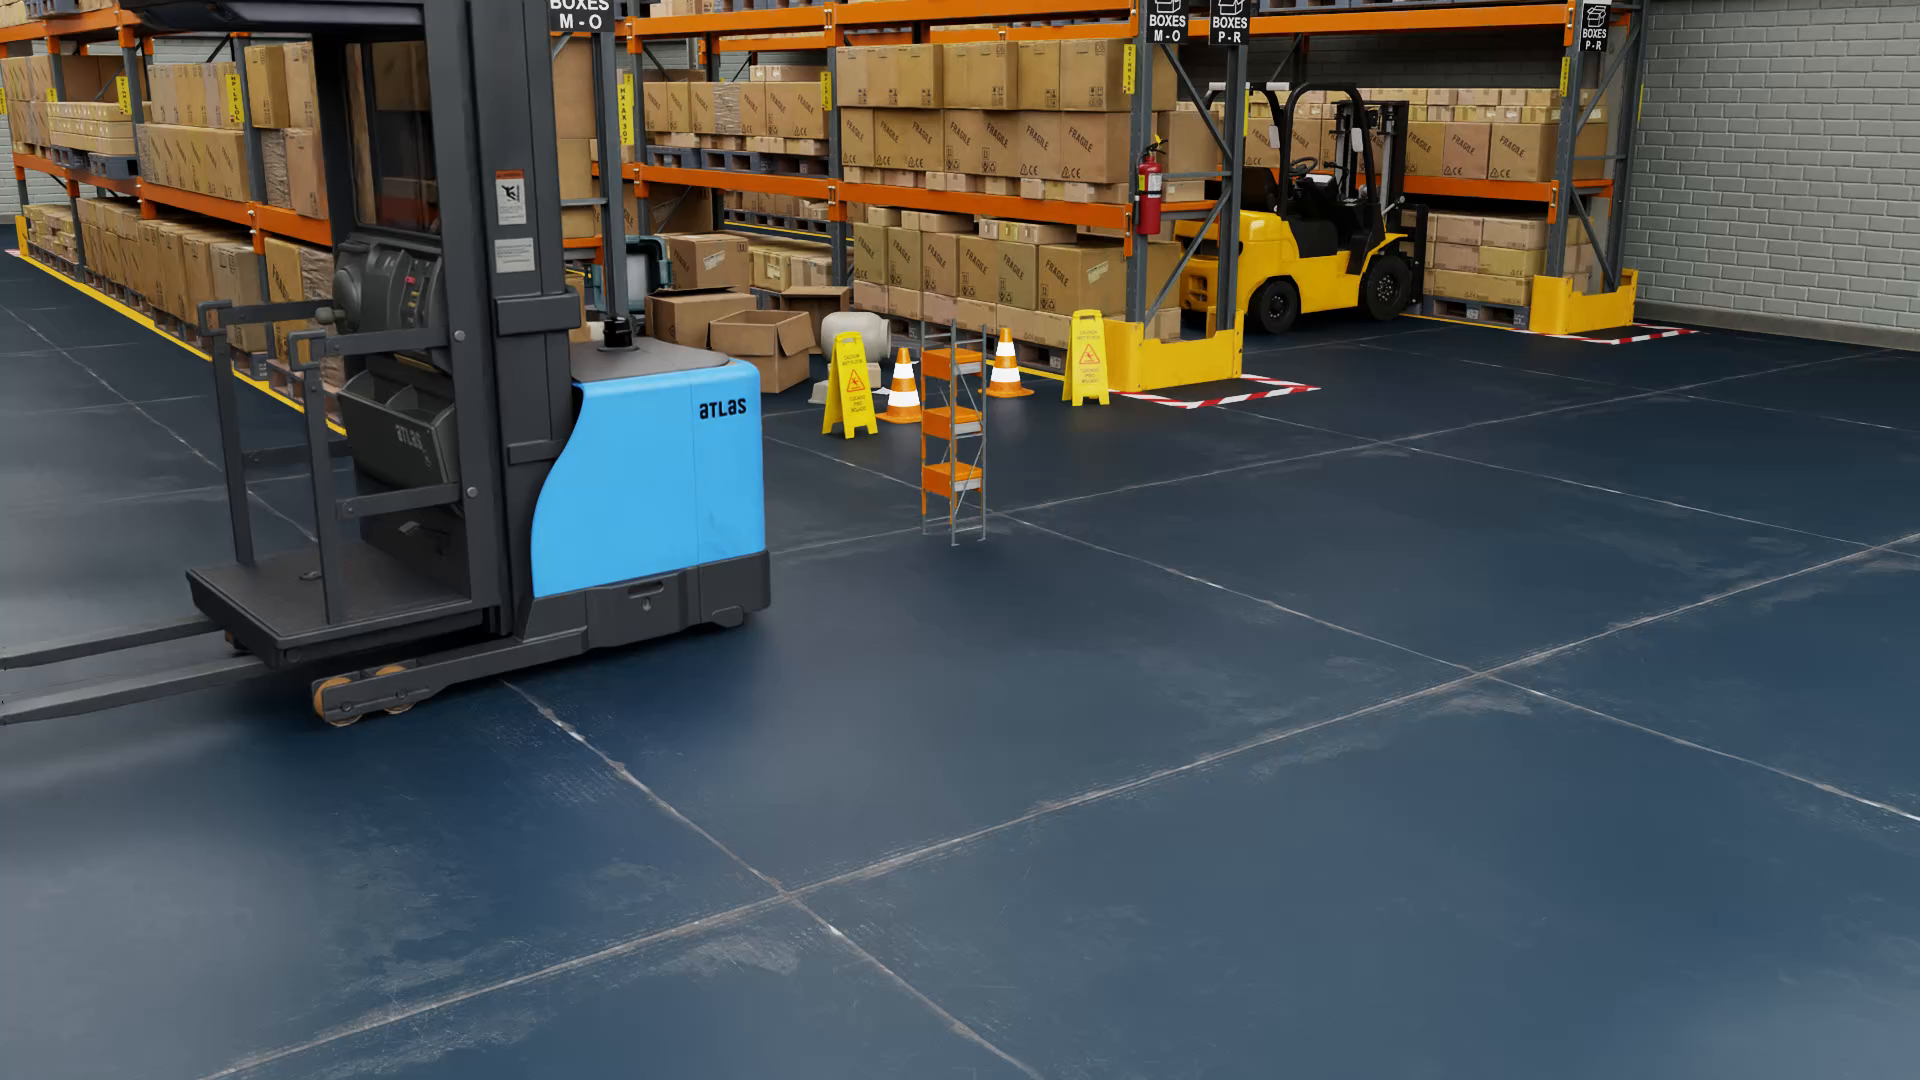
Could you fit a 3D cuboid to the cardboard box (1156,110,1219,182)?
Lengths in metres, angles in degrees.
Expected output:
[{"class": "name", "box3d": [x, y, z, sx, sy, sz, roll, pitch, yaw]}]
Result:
[{"class": "cardboard box", "box3d": [1.572, -2.948, 12.412, 0.500, 0.500, 0.500, -11, 19, -35]}]

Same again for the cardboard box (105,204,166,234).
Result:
[{"class": "cardboard box", "box3d": [-8.228, -3.212, 16.647, 0.500, 0.250, 0.500, -10, 18, -33]}]

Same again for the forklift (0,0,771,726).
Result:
[{"class": "forklift", "box3d": [-2.237, -0.928, 5.913, 3.031, 2.935, 1.130, -12, 20, -38]}]

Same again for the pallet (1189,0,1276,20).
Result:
[{"class": "pallet", "box3d": [2.758, -5.778, 18.187, 0.805, 0.209, 1.217, -12, 19, -37]}]

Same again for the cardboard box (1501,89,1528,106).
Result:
[{"class": "cardboard box", "box3d": [5.088, -3.980, 14.953, 0.380, 0.149, 0.250, -11, 19, -34]}]

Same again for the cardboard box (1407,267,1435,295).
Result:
[{"class": "cardboard box", "box3d": [4.536, -2.527, 16.040, 0.500, 0.250, 0.500, -11, 19, -34]}]

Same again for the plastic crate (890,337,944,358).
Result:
[{"class": "plastic crate", "box3d": [-0.466, -1.596, 13.754, 0.583, 0.080, 0.402, 10, 18, 33]}]

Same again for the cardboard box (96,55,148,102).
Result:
[{"class": "cardboard box", "box3d": [-9.442, -5.193, 18.720, 0.500, 0.500, 0.500, -10, 18, -33]}]

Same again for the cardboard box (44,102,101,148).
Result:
[{"class": "cardboard box", "box3d": [-9.887, -4.636, 18.579, 0.500, 0.500, 0.500, -11, 19, -34]}]

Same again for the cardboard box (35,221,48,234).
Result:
[{"class": "cardboard box", "box3d": [-11.231, -3.881, 20.614, 0.380, 0.149, 0.250, -10, 18, -33]}]

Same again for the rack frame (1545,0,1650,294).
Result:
[{"class": "rack frame", "box3d": [5.639, -3.383, 14.756, 1.000, 3.000, 0.127, -11, 19, -35]}]

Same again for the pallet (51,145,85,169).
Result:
[{"class": "pallet", "box3d": [-9.042, -4.106, 17.761, 1.003, 0.211, 1.213, -11, 19, -35]}]

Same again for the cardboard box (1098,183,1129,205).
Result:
[{"class": "cardboard box", "box3d": [1.234, -2.538, 12.142, 0.380, 0.149, 0.250, -10, 18, -33]}]

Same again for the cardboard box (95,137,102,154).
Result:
[{"class": "cardboard box", "box3d": [-7.980, -3.754, 15.791, 0.380, 0.149, 0.250, -10, 18, -34]}]

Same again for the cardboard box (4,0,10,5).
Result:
[{"class": "cardboard box", "box3d": [-11.083, -6.499, 19.795, 0.500, 0.250, 0.500, -11, 19, -34]}]

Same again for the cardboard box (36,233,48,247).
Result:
[{"class": "cardboard box", "box3d": [-11.243, -3.738, 20.656, 0.380, 0.149, 0.250, -11, 19, -34]}]

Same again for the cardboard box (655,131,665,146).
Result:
[{"class": "cardboard box", "box3d": [-3.037, -4.304, 17.798, 0.380, 0.149, 0.250, -12, 19, -38]}]

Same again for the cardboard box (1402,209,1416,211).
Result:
[{"class": "cardboard box", "box3d": [4.215, -3.116, 16.297, 0.500, 0.250, 0.500, -11, 19, -36]}]

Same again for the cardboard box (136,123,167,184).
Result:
[{"class": "cardboard box", "box3d": [-6.976, -3.441, 14.777, 0.500, 0.500, 0.500, -11, 19, -34]}]

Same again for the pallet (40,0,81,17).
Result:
[{"class": "pallet", "box3d": [-8.485, -5.372, 16.694, 1.213, 0.211, 1.003, -11, 19, -35]}]

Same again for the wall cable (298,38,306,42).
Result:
[{"class": "wall cable", "box3d": [-11.115, -7.734, 28.669, 0.585, 1.953, 0.123, -11, 19, -35]}]

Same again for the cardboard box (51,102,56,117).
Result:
[{"class": "cardboard box", "box3d": [-9.345, -4.539, 17.531, 0.380, 0.149, 0.250, -10, 18, -33]}]

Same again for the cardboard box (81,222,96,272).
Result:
[{"class": "cardboard box", "box3d": [-9.154, -3.183, 17.962, 0.500, 0.500, 0.500, -10, 18, -32]}]

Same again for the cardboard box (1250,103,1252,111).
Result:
[{"class": "cardboard box", "box3d": [3.254, -4.707, 18.174, 0.380, 0.149, 0.250, -11, 19, -36]}]

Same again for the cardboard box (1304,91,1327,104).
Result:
[{"class": "cardboard box", "box3d": [3.687, -4.462, 16.716, 0.380, 0.149, 0.250, -10, 18, -33]}]

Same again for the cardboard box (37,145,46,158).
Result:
[{"class": "cardboard box", "box3d": [-10.708, -4.611, 19.716, 0.380, 0.149, 0.250, -10, 18, -33]}]

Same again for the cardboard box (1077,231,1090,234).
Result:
[{"class": "cardboard box", "box3d": [0.762, -2.290, 13.752, 0.500, 0.500, 0.500, -10, 18, -33]}]

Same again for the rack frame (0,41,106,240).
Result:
[{"class": "rack frame", "box3d": [-11.726, -5.239, 21.535, 1.000, 3.000, 0.127, -11, 19, -35]}]

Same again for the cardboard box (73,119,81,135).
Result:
[{"class": "cardboard box", "box3d": [-8.593, -4.120, 16.565, 0.380, 0.149, 0.250, -11, 19, -36]}]

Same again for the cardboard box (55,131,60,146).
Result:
[{"class": "cardboard box", "box3d": [-9.346, -4.252, 17.611, 0.380, 0.149, 0.250, -11, 18, -34]}]

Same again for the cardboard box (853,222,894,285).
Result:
[{"class": "cardboard box", "box3d": [-0.597, -2.536, 14.654, 0.500, 0.500, 0.500, -10, 18, -32]}]

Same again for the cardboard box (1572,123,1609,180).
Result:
[{"class": "cardboard box", "box3d": [5.573, -3.581, 15.287, 0.500, 0.500, 0.500, -10, 18, -33]}]

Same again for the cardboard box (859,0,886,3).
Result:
[{"class": "cardboard box", "box3d": [-0.634, -4.622, 14.076, 0.380, 0.149, 0.250, -11, 19, -34]}]

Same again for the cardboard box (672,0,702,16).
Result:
[{"class": "cardboard box", "box3d": [-2.528, -5.612, 17.025, 0.700, 0.500, 0.500, -11, 19, -35]}]

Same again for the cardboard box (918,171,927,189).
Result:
[{"class": "cardboard box", "box3d": [-0.129, -3.020, 13.904, 0.380, 0.149, 0.250, -11, 19, -35]}]

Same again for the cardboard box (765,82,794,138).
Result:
[{"class": "cardboard box", "box3d": [-1.475, -4.029, 15.567, 0.500, 0.500, 0.500, -11, 19, -34]}]

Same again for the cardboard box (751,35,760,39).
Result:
[{"class": "cardboard box", "box3d": [-2.946, -7.679, 25.244, 0.380, 0.149, 0.250, -11, 19, -34]}]

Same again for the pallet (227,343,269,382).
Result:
[{"class": "pallet", "box3d": [-5.185, -1.484, 13.100, 1.003, 0.211, 1.213, -11, 19, -35]}]

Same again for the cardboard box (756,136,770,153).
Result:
[{"class": "cardboard box", "box3d": [-1.725, -3.777, 15.875, 0.380, 0.149, 0.250, -11, 19, -34]}]

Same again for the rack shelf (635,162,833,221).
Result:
[{"class": "rack shelf", "box3d": [-1.901, -3.546, 16.714, 1.077, 0.370, 4.000, -11, 19, -35]}]

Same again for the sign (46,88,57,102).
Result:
[{"class": "sign", "box3d": [-9.808, -4.716, 17.986, 0.100, 0.325, 0.005, -11, 19, -35]}]

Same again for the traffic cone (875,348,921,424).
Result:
[{"class": "traffic cone", "box3d": [-0.368, -1.035, 10.982, 0.336, 0.463, 0.334, -11, 19, -35]}]

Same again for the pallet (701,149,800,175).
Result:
[{"class": "pallet", "box3d": [-1.880, -3.812, 16.684, 1.003, 0.211, 1.213, -11, 19, -35]}]

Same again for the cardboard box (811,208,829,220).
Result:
[{"class": "cardboard box", "box3d": [-1.981, -4.847, 24.707, 0.380, 0.149, 0.250, -12, 19, -36]}]

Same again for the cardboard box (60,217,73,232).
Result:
[{"class": "cardboard box", "box3d": [-10.128, -3.635, 19.154, 0.380, 0.149, 0.250, -11, 19, -35]}]

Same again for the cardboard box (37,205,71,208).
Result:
[{"class": "cardboard box", "box3d": [-11.433, -4.148, 21.029, 0.380, 0.149, 0.250, -10, 18, -34]}]

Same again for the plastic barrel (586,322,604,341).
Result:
[{"class": "plastic barrel", "box3d": [-2.762, -1.430, 12.498, 0.512, 0.421, 0.421, 1, 15, 4]}]

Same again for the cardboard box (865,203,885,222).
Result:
[{"class": "cardboard box", "box3d": [-0.993, -4.692, 23.478, 0.500, 0.500, 0.500, -11, 19, -35]}]

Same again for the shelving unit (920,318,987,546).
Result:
[{"class": "shelving unit", "box3d": [-0.031, -0.518, 7.979, 0.215, 1.050, 0.252, -11, 19, -35]}]

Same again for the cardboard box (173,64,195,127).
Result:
[{"class": "cardboard box", "box3d": [-6.164, -3.747, 14.000, 0.700, 0.500, 0.500, -11, 19, -35]}]

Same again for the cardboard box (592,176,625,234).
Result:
[{"class": "cardboard box", "box3d": [-3.937, -3.850, 19.689, 0.875, 0.875, 0.875, -11, 19, -34]}]

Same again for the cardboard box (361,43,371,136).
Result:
[{"class": "cardboard box", "box3d": [-2.903, -2.604, 9.578, 0.875, 0.550, 0.550, -11, 19, -35]}]

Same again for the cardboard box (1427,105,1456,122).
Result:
[{"class": "cardboard box", "box3d": [4.600, -3.994, 15.570, 0.380, 0.149, 0.250, -12, 19, -36]}]

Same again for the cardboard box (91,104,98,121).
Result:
[{"class": "cardboard box", "box3d": [-7.981, -4.042, 15.717, 0.380, 0.149, 0.250, -10, 18, -33]}]

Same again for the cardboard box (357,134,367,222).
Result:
[{"class": "cardboard box", "box3d": [-3.487, -2.327, 10.611, 0.875, 0.550, 0.500, -11, 19, -35]}]

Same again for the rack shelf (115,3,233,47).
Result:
[{"class": "rack shelf", "box3d": [-5.846, -4.203, 13.432, 1.077, 0.370, 4.000, -11, 19, -35]}]
